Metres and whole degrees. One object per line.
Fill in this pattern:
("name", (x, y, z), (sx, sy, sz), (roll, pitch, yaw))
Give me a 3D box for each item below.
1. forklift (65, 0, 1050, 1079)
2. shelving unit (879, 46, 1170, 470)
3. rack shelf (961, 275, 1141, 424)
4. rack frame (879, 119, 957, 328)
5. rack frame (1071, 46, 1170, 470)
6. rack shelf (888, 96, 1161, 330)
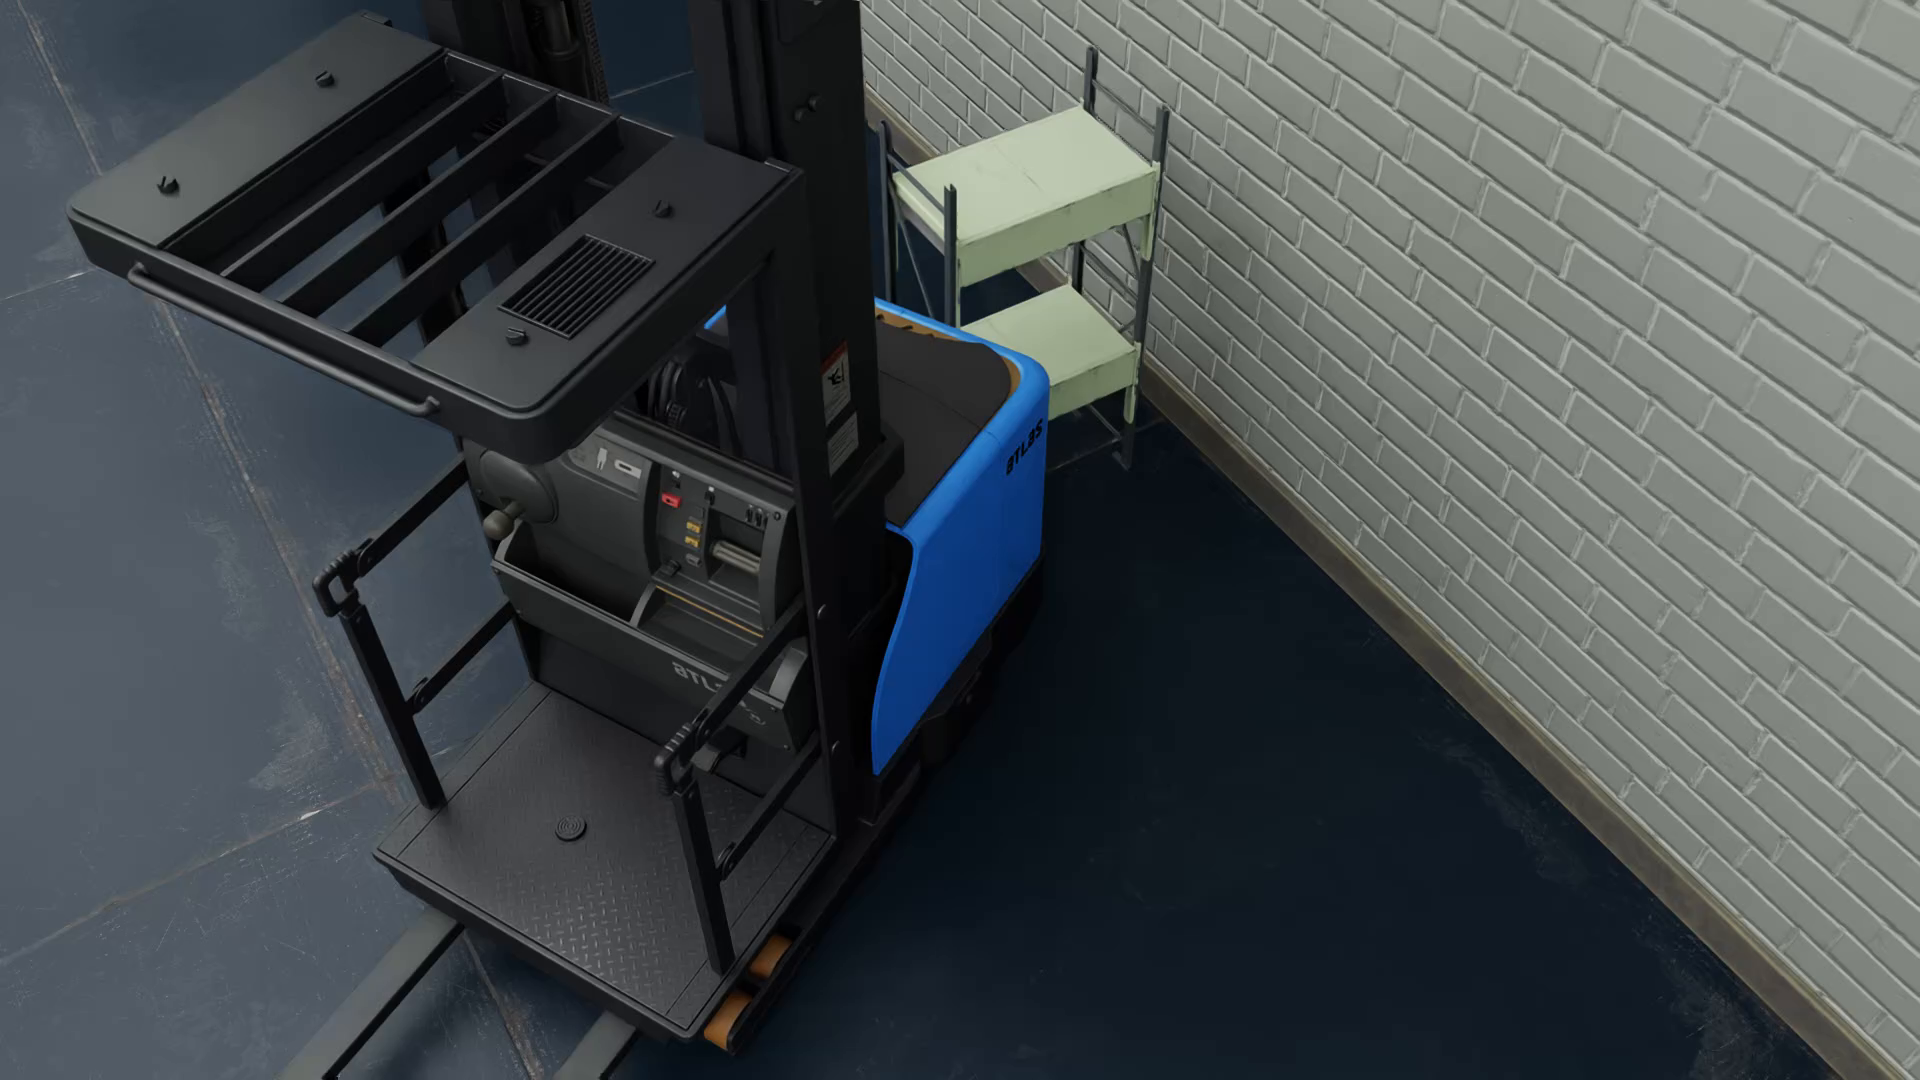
("forklift", (-0.904, 0.004, 3.784), (1.130, 2.935, 3.031), (24, 52, 20))
("shelving unit", (0.189, -0.738, 5.403), (0.755, 1.500, 0.431), (-25, 53, -20))
("rack shelf", (0.189, -0.522, 5.647), (0.720, 0.370, 0.431), (-25, 53, -20))
("rack frame", (-0.123, -0.595, 5.275), (0.023, 1.500, 0.400), (-25, 53, -20))
("rack frame", (0.500, -0.882, 5.531), (0.023, 1.500, 0.400), (-25, 53, -20))
("rack shelf", (0.189, -0.998, 5.112), (0.720, 0.370, 0.431), (-25, 53, -20))
